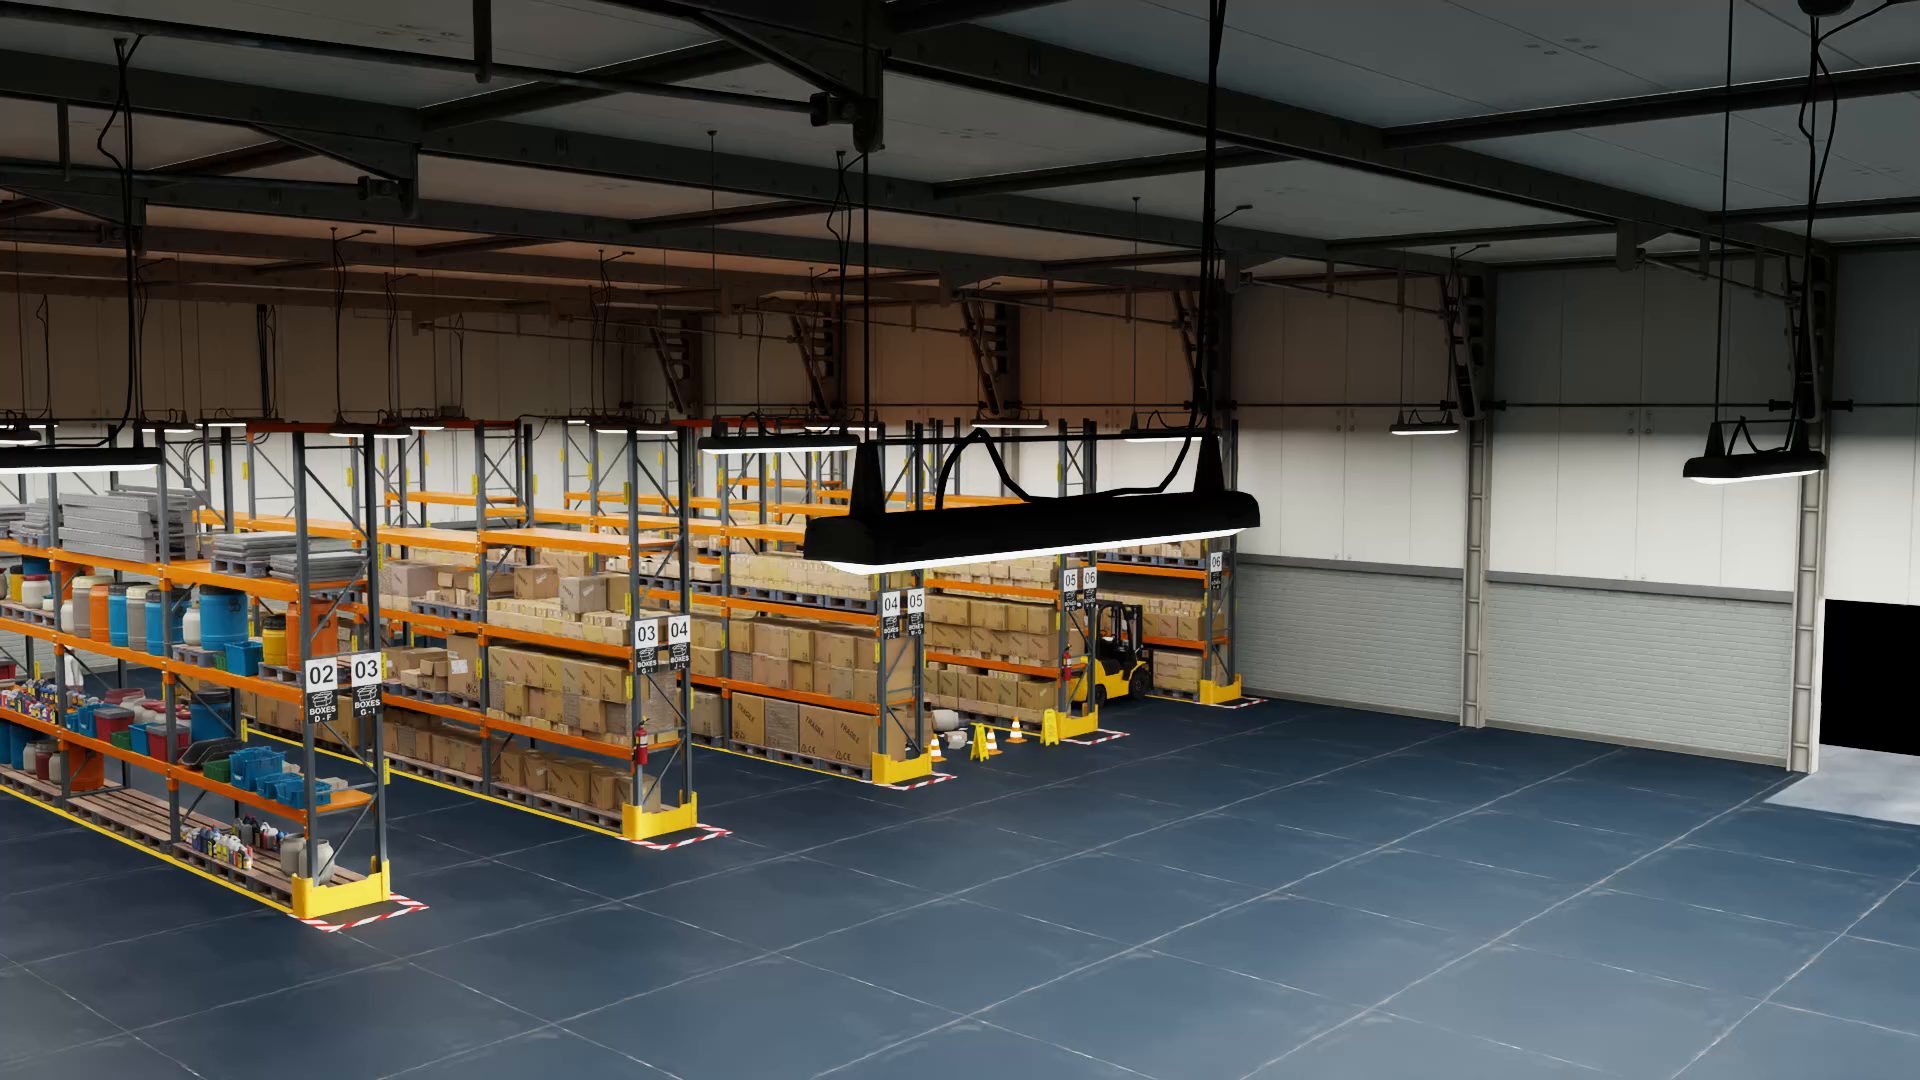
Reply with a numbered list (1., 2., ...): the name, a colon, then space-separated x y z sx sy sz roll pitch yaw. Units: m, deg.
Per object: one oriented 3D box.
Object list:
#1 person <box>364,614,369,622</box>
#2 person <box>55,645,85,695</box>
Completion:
1. person: -14.971 2.110 42.144 0.433 1.558 0.930 1 5 17
2. person: -17.159 2.829 32.023 0.536 1.770 0.551 -1 5 -13
